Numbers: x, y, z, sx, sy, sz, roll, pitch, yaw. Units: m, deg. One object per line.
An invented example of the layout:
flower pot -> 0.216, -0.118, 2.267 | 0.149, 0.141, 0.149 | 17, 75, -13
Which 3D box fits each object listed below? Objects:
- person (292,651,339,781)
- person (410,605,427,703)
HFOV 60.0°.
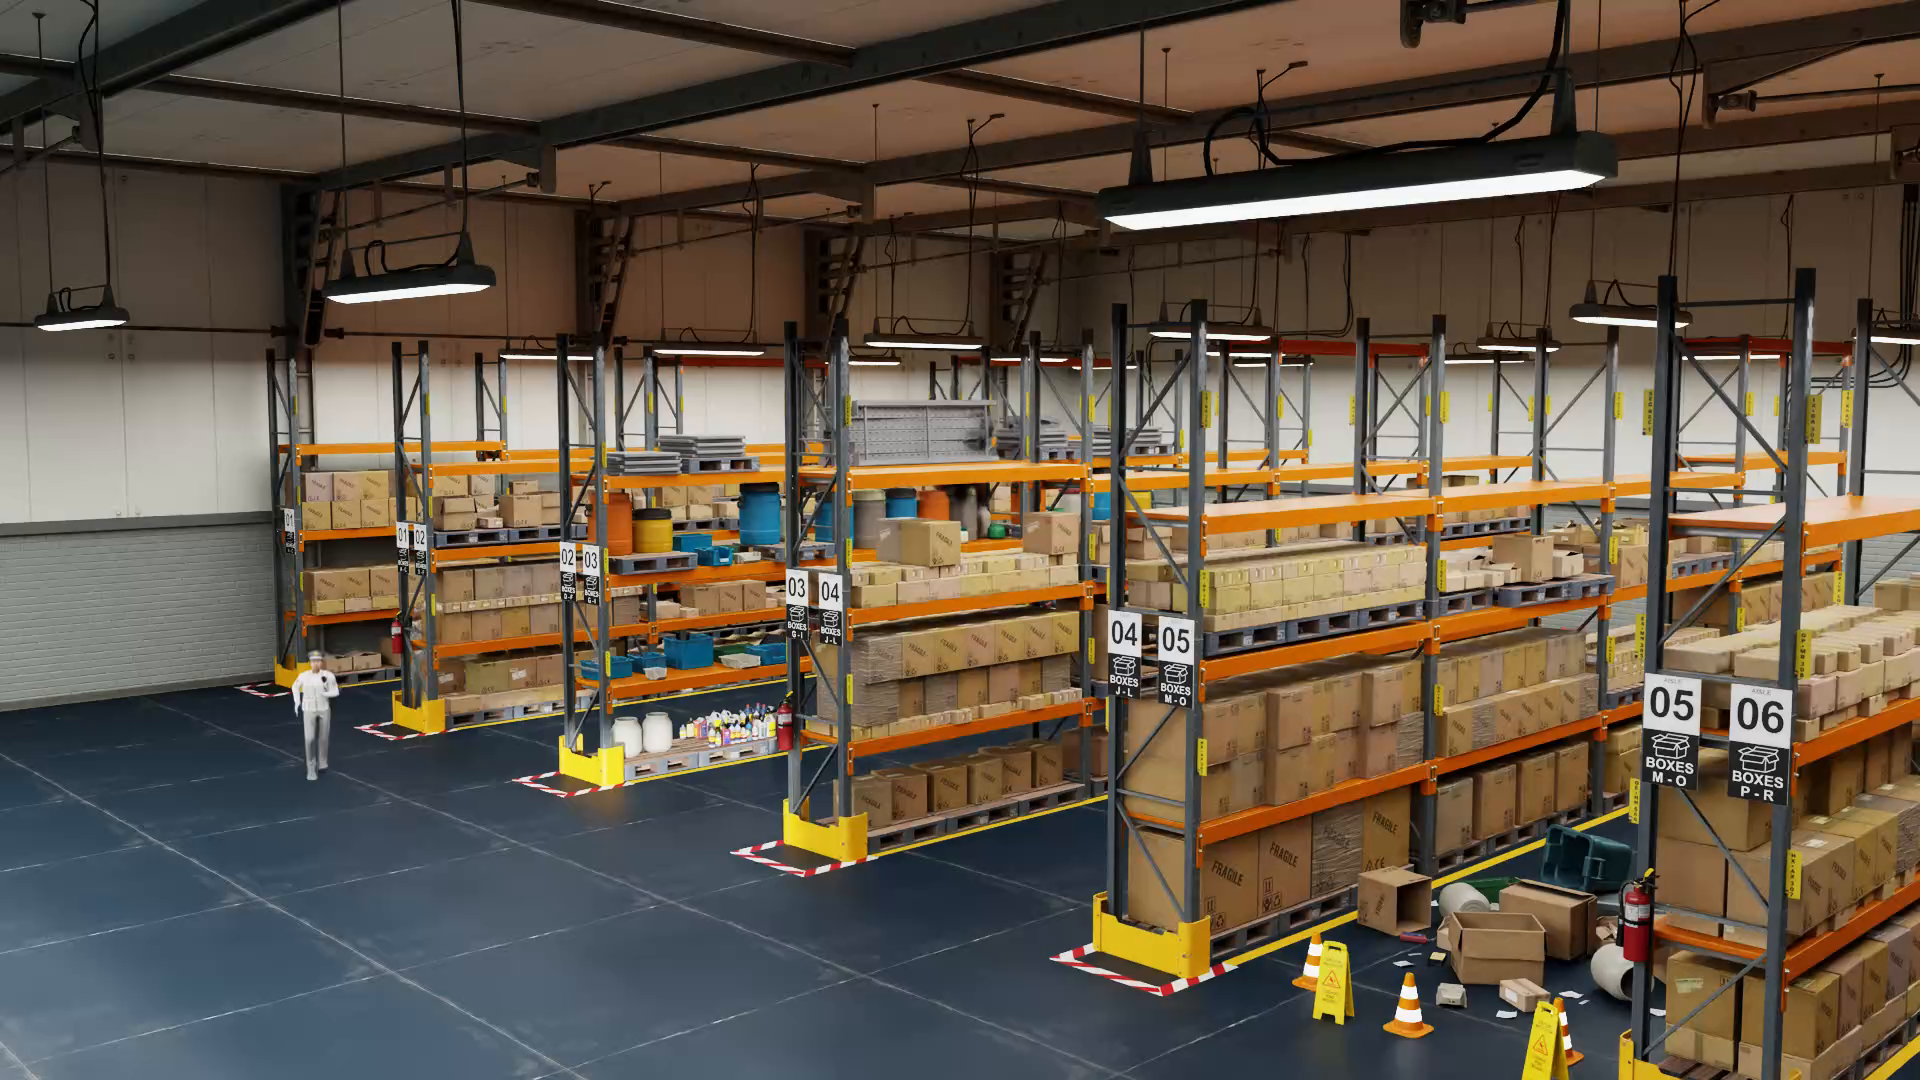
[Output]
person -> -8.739, 2.368, 22.595 | 0.582, 1.755, 0.743 | -2, 5, -23
person -> -8.916, 1.921, 27.684 | 0.821, 1.725, 0.571 | -5, 7, -44
